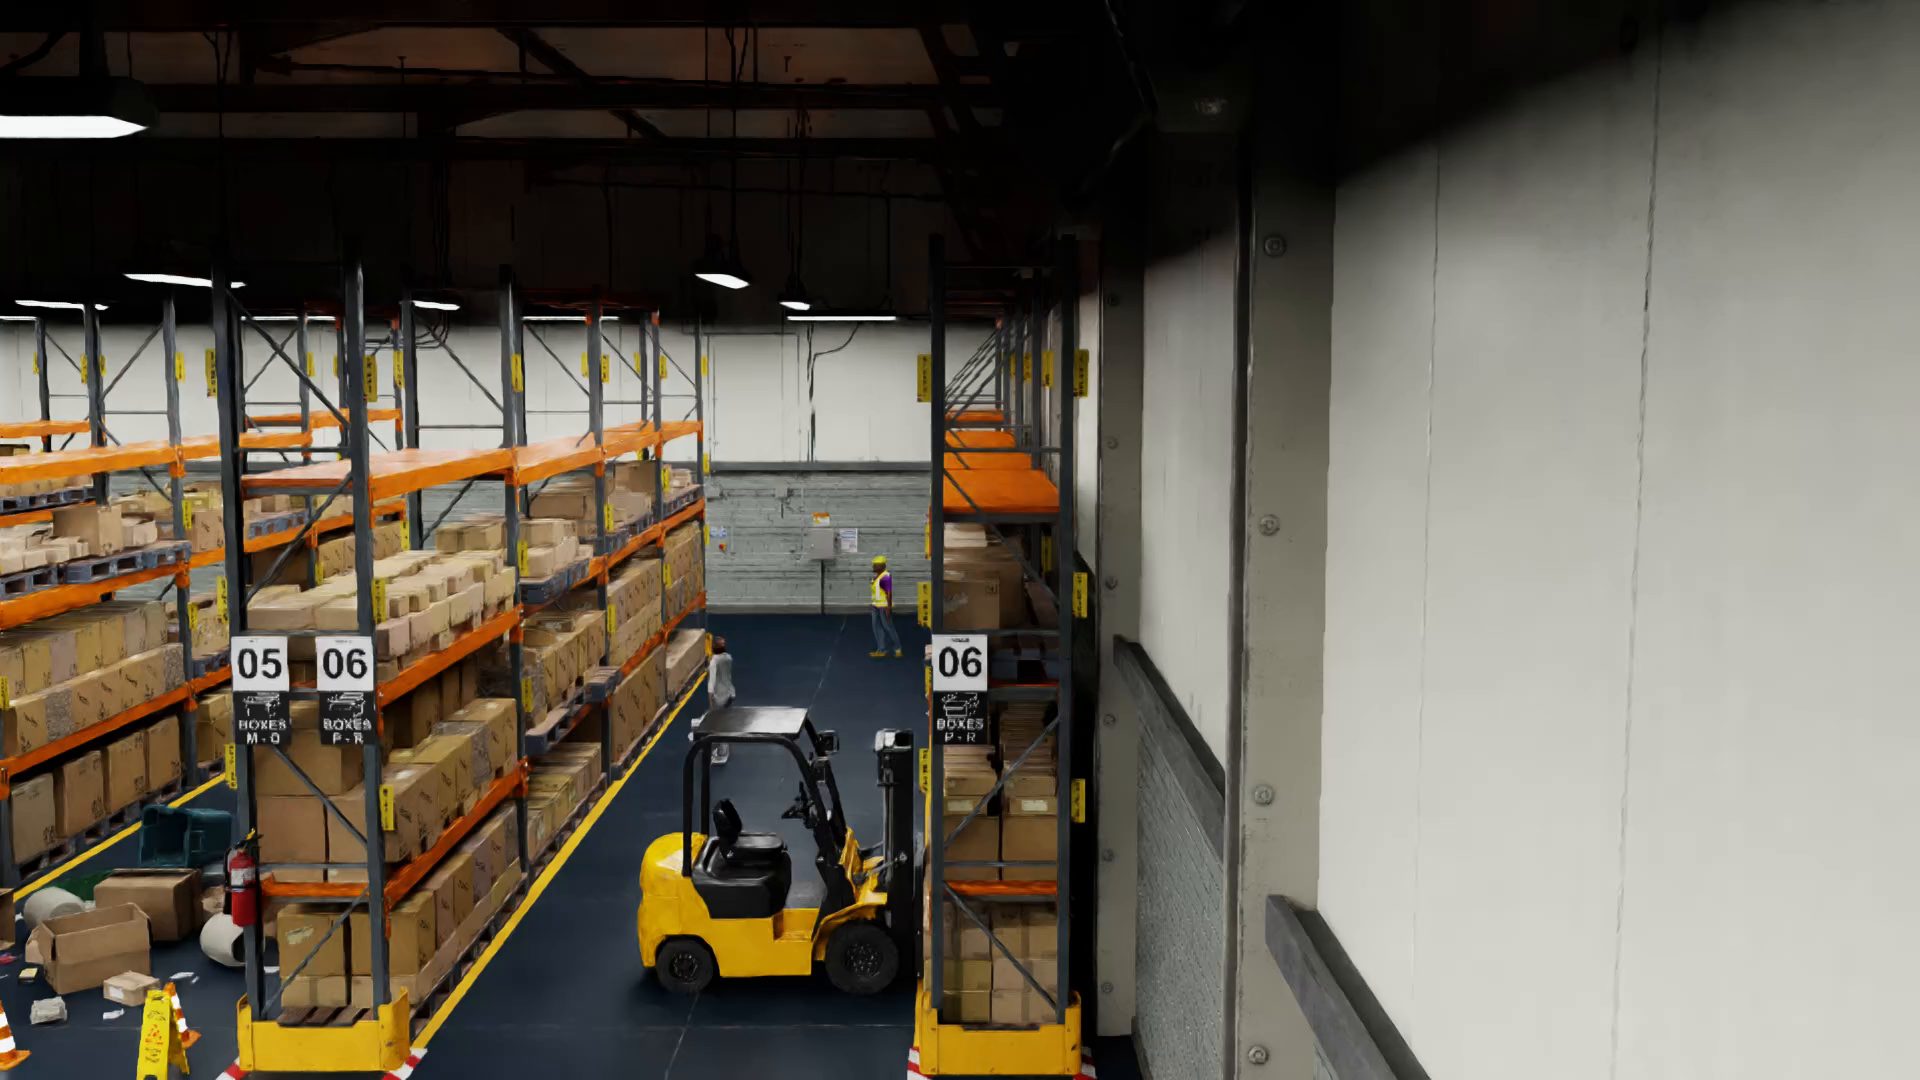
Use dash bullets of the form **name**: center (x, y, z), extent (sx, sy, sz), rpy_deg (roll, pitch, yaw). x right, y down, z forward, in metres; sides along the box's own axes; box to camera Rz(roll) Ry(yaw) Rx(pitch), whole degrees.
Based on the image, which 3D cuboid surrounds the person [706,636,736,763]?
- **person**: center (-3.081, 2.020, 21.238), extent (0.450, 1.599, 0.467), rpy_deg (4, 7, 30)

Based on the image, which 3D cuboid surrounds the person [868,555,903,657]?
- **person**: center (-1.292, 1.138, 28.670), extent (0.534, 1.759, 0.659), rpy_deg (-3, 7, -24)
